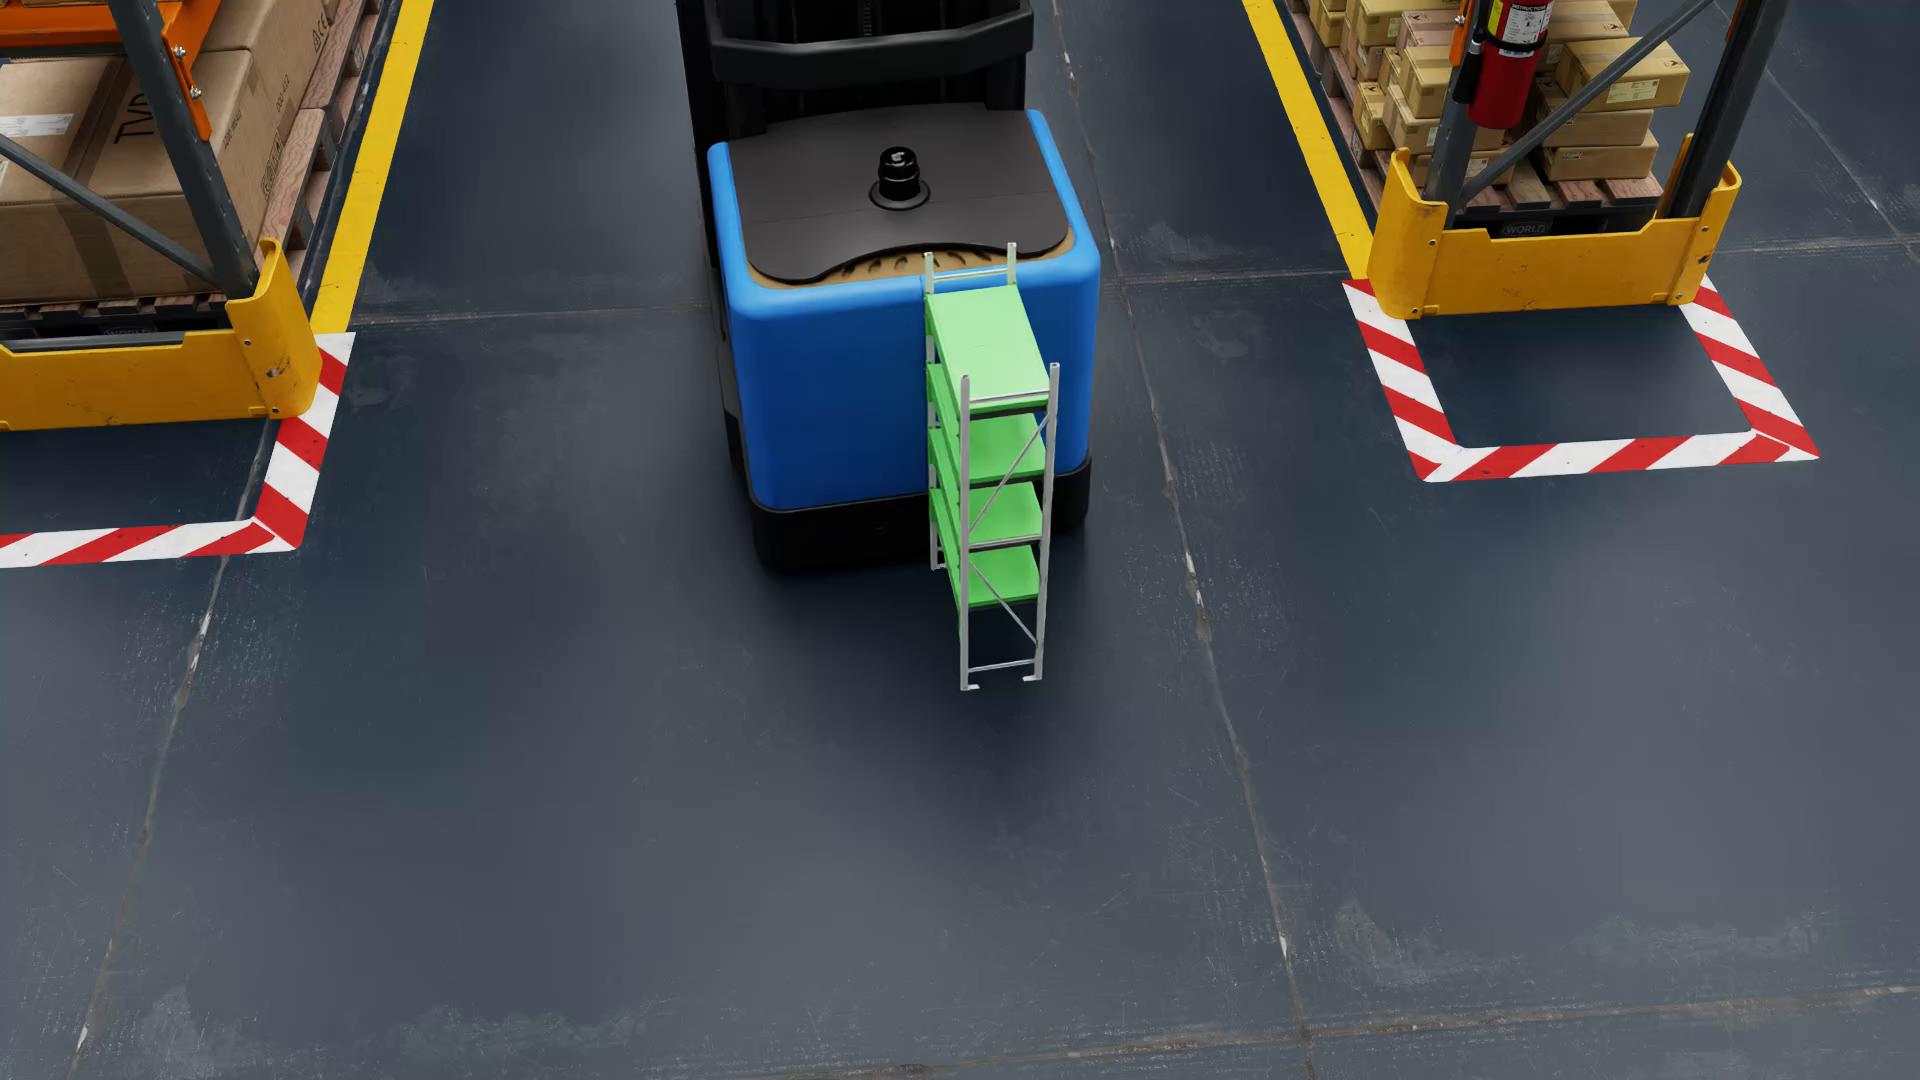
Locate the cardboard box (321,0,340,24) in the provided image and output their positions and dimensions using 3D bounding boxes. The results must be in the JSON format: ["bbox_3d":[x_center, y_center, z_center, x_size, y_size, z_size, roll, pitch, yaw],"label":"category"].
[{"bbox_3d":[-3.126,-2.602,7.124,0.875,0.438,0.875,-5,47,-4],"label":"cardboard box"}]

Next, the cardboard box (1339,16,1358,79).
[{"bbox_3d":[1.768,-2.014,6.766,0.380,0.149,0.250,-3,47,-3],"label":"cardboard box"}]

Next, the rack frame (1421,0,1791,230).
[{"bbox_3d":[2.112,-1.927,5.010,1.000,3.000,0.127,-3,47,-3],"label":"rack frame"}]

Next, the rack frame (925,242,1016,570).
[{"bbox_3d":[0.027,-0.341,4.747,0.240,1.200,0.015,-8,47,-7],"label":"rack frame"}]

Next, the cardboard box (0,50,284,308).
[{"bbox_3d":[-2.967,-1.288,5.880,0.875,0.438,0.875,-5,47,-5],"label":"cardboard box"}]

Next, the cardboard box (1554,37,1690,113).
[{"bbox_3d":[2.407,-1.696,6.055,0.380,0.149,0.250,-5,47,-5],"label":"cardboard box"}]

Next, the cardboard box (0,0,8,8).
[{"bbox_3d":[-3.116,-1.921,4.934,0.500,0.500,0.500,-3,47,-3],"label":"cardboard box"}]

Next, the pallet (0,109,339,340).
[{"bbox_3d":[-2.957,-1.168,6.211,1.003,0.211,1.213,-3,47,-3],"label":"pallet"}]

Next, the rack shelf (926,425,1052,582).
[{"bbox_3d":[0.074,-0.123,4.628,0.258,0.148,0.480,-8,47,-7],"label":"rack shelf"}]

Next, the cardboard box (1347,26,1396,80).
[{"bbox_3d":[1.738,-1.934,6.485,0.380,0.149,0.250,-5,47,-5],"label":"cardboard box"}]

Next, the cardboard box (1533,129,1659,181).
[{"bbox_3d":[2.387,-1.490,6.270,0.380,0.149,0.250,-3,47,-2],"label":"cardboard box"}]

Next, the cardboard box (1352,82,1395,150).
[{"bbox_3d":[1.738,-1.640,6.411,0.380,0.149,0.250,-2,47,-2],"label":"cardboard box"}]

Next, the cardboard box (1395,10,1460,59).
[{"bbox_3d":[1.851,-1.849,6.200,0.380,0.149,0.250,-3,47,-3],"label":"cardboard box"}]

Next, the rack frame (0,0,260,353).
[{"bbox_3d":[-2.812,-1.553,4.655,1.000,3.000,0.127,-3,47,-3],"label":"rack frame"}]

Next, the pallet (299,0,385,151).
[{"bbox_3d":[-3.056,-2.049,7.045,1.003,0.211,1.213,-3,47,-3],"label":"pallet"}]

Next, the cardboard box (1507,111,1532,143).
[{"bbox_3d":[2.284,-1.674,6.444,0.380,0.149,0.250,-4,47,-3],"label":"cardboard box"}]

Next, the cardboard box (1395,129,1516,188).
[{"bbox_3d":[1.860,-1.460,6.241,0.380,0.149,0.250,-3,47,-3],"label":"cardboard box"}]

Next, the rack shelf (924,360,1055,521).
[{"bbox_3d":[0.074,-0.288,4.454,0.258,0.148,0.480,-8,47,-7],"label":"rack shelf"}]

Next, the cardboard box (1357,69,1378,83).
[{"bbox_3d":[1.801,-1.836,6.597,0.380,0.149,0.250,-4,47,-3],"label":"cardboard box"}]

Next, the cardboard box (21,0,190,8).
[{"bbox_3d":[-2.566,-1.953,4.964,0.500,0.500,0.500,-4,47,-4],"label":"cardboard box"}]

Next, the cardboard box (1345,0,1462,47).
[{"bbox_3d":[1.703,-2.029,6.370,0.380,0.149,0.250,-4,47,-4],"label":"cardboard box"}]

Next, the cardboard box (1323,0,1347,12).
[{"bbox_3d":[1.682,-2.308,6.839,0.380,0.149,0.250,-3,47,-3],"label":"cardboard box"}]

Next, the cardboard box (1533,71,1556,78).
[{"bbox_3d":[2.357,-1.790,6.349,0.380,0.149,0.250,-4,47,-3],"label":"cardboard box"}]

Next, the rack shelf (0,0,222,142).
[{"bbox_3d":[-2.980,-2.753,6.287,1.077,0.370,4.000,-3,47,-3],"label":"rack shelf"}]

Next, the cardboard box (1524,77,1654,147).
[{"bbox_3d":[2.324,-1.589,6.158,0.380,0.149,0.250,-2,47,-2],"label":"cardboard box"}]

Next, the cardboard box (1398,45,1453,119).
[{"bbox_3d":[1.815,-1.664,6.024,0.380,0.149,0.250,-3,47,-3],"label":"cardboard box"}]

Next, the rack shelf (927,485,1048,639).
[{"bbox_3d":[0.074,0.042,4.803,0.258,0.148,0.480,-8,47,-7],"label":"rack shelf"}]

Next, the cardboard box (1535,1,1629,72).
[{"bbox_3d":[2.264,-1.888,6.237,0.380,0.149,0.250,-3,47,-3],"label":"cardboard box"}]

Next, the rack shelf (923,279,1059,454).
[{"bbox_3d":[0.074,-0.453,4.280,0.258,0.148,0.480,-8,47,-7],"label":"rack shelf"}]

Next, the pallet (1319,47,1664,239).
[{"bbox_3d":[2.073,-1.614,6.633,1.003,0.211,1.213,-3,47,-3],"label":"pallet"}]

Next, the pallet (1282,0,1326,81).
[{"bbox_3d":[1.974,-2.494,7.467,1.003,0.211,1.213,-3,47,-3],"label":"pallet"}]

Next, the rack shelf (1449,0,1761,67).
[{"bbox_3d":[1.945,-3.127,6.641,1.077,0.370,4.000,-3,47,-3],"label":"rack shelf"}]

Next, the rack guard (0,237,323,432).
[{"bbox_3d":[-2.810,-0.677,5.546,1.175,0.500,0.348,-3,47,-3],"label":"rack guard"}]

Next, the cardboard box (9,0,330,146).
[{"bbox_3d":[-3.052,-1.950,6.506,0.875,0.438,0.875,-2,47,-2],"label":"cardboard box"}]

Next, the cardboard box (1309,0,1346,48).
[{"bbox_3d":[1.684,-2.195,6.937,0.380,0.149,0.250,-5,47,-5],"label":"cardboard box"}]

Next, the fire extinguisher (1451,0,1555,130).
[{"bbox_3d":[1.673,-1.562,4.974,0.296,0.674,0.183,-3,47,-3],"label":"fire extinguisher"}]

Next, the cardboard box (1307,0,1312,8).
[{"bbox_3d":[1.681,-2.394,7.125,0.380,0.149,0.250,-3,47,-3],"label":"cardboard box"}]

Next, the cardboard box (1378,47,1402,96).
[{"bbox_3d":[1.815,-1.751,6.312,0.380,0.149,0.250,-4,47,-4],"label":"cardboard box"}]

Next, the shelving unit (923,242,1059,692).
[{"bbox_3d":[0.074,-0.167,4.582,0.258,1.200,0.503,-8,47,-7],"label":"shelving unit"}]

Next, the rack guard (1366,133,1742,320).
[{"bbox_3d":[2.106,-1.123,5.969,1.175,0.500,0.348,-3,47,-3],"label":"rack guard"}]

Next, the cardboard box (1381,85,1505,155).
[{"bbox_3d":[1.783,-1.558,6.129,0.380,0.149,0.250,-5,47,-4],"label":"cardboard box"}]

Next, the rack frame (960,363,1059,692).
[{"bbox_3d":[0.120,0.007,4.417,0.240,1.200,0.015,-8,47,-7],"label":"rack frame"}]

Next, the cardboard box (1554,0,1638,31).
[{"bbox_3d":[2.370,-2.078,6.417,0.380,0.149,0.250,-4,47,-3],"label":"cardboard box"}]

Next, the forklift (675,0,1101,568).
[{"bbox_3d":[-0.377,-2.012,5.136,1.130,2.935,3.031,-8,47,-7],"label":"forklift"}]
